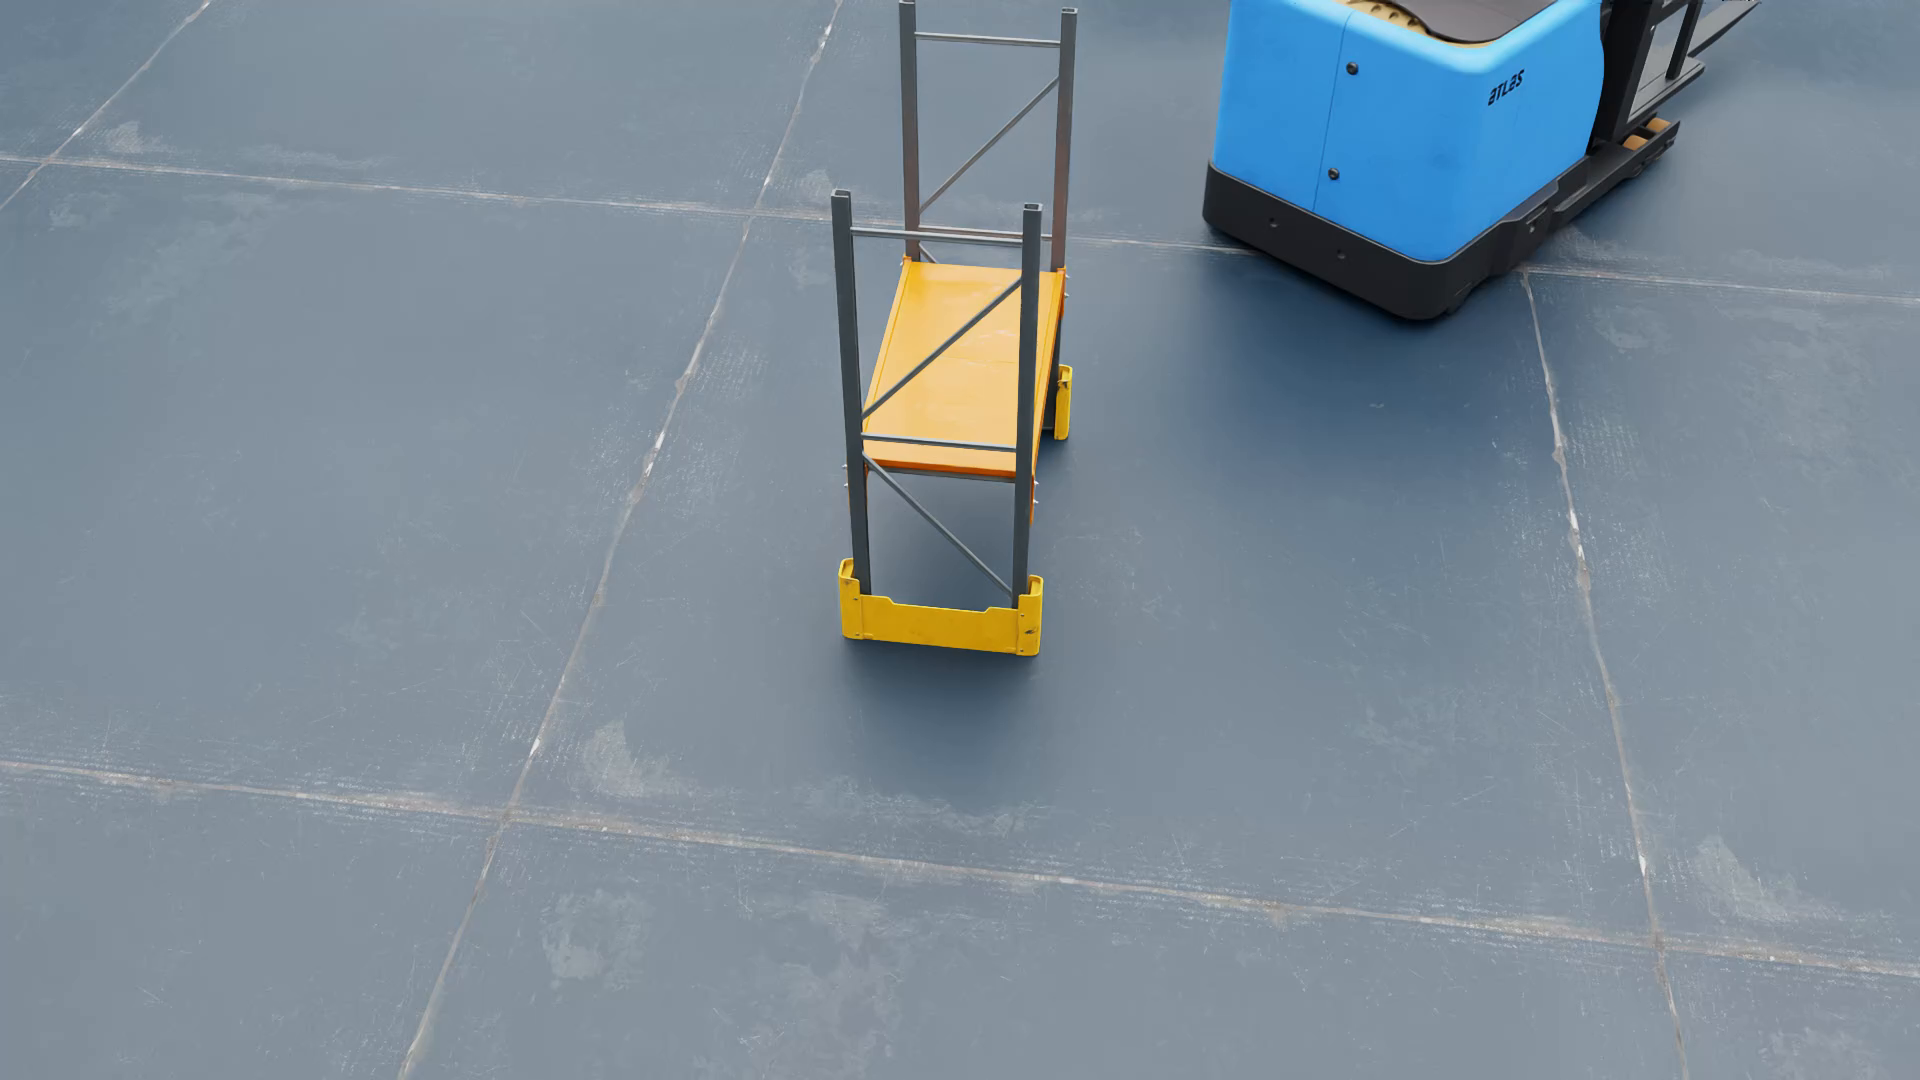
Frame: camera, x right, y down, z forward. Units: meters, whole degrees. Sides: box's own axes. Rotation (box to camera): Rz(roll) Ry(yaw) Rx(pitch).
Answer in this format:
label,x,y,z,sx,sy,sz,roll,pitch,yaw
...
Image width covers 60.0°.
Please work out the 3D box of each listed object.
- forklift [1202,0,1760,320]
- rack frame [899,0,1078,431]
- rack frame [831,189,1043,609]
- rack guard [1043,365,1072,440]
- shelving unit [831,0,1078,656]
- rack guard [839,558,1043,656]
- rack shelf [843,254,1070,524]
label,x,y,z,sx,sy,sz,roll,pitch,yaw
forklift,2.330,-2.772,6.046,1.130,2.935,3.031,34,53,30
rack frame,0.078,-0.949,5.162,0.500,1.500,0.032,5,44,6
rack frame,-0.056,-0.256,4.430,0.500,1.500,0.032,5,44,6
rack guard,0.076,-0.482,5.577,0.587,0.250,0.087,5,44,6
shelving unit,0.010,-0.597,4.789,0.587,1.500,1.083,5,44,6
rack guard,-0.056,0.197,4.860,0.587,0.250,0.087,5,44,6
rack shelf,0.011,-0.472,4.919,0.538,0.185,1.000,5,44,6
